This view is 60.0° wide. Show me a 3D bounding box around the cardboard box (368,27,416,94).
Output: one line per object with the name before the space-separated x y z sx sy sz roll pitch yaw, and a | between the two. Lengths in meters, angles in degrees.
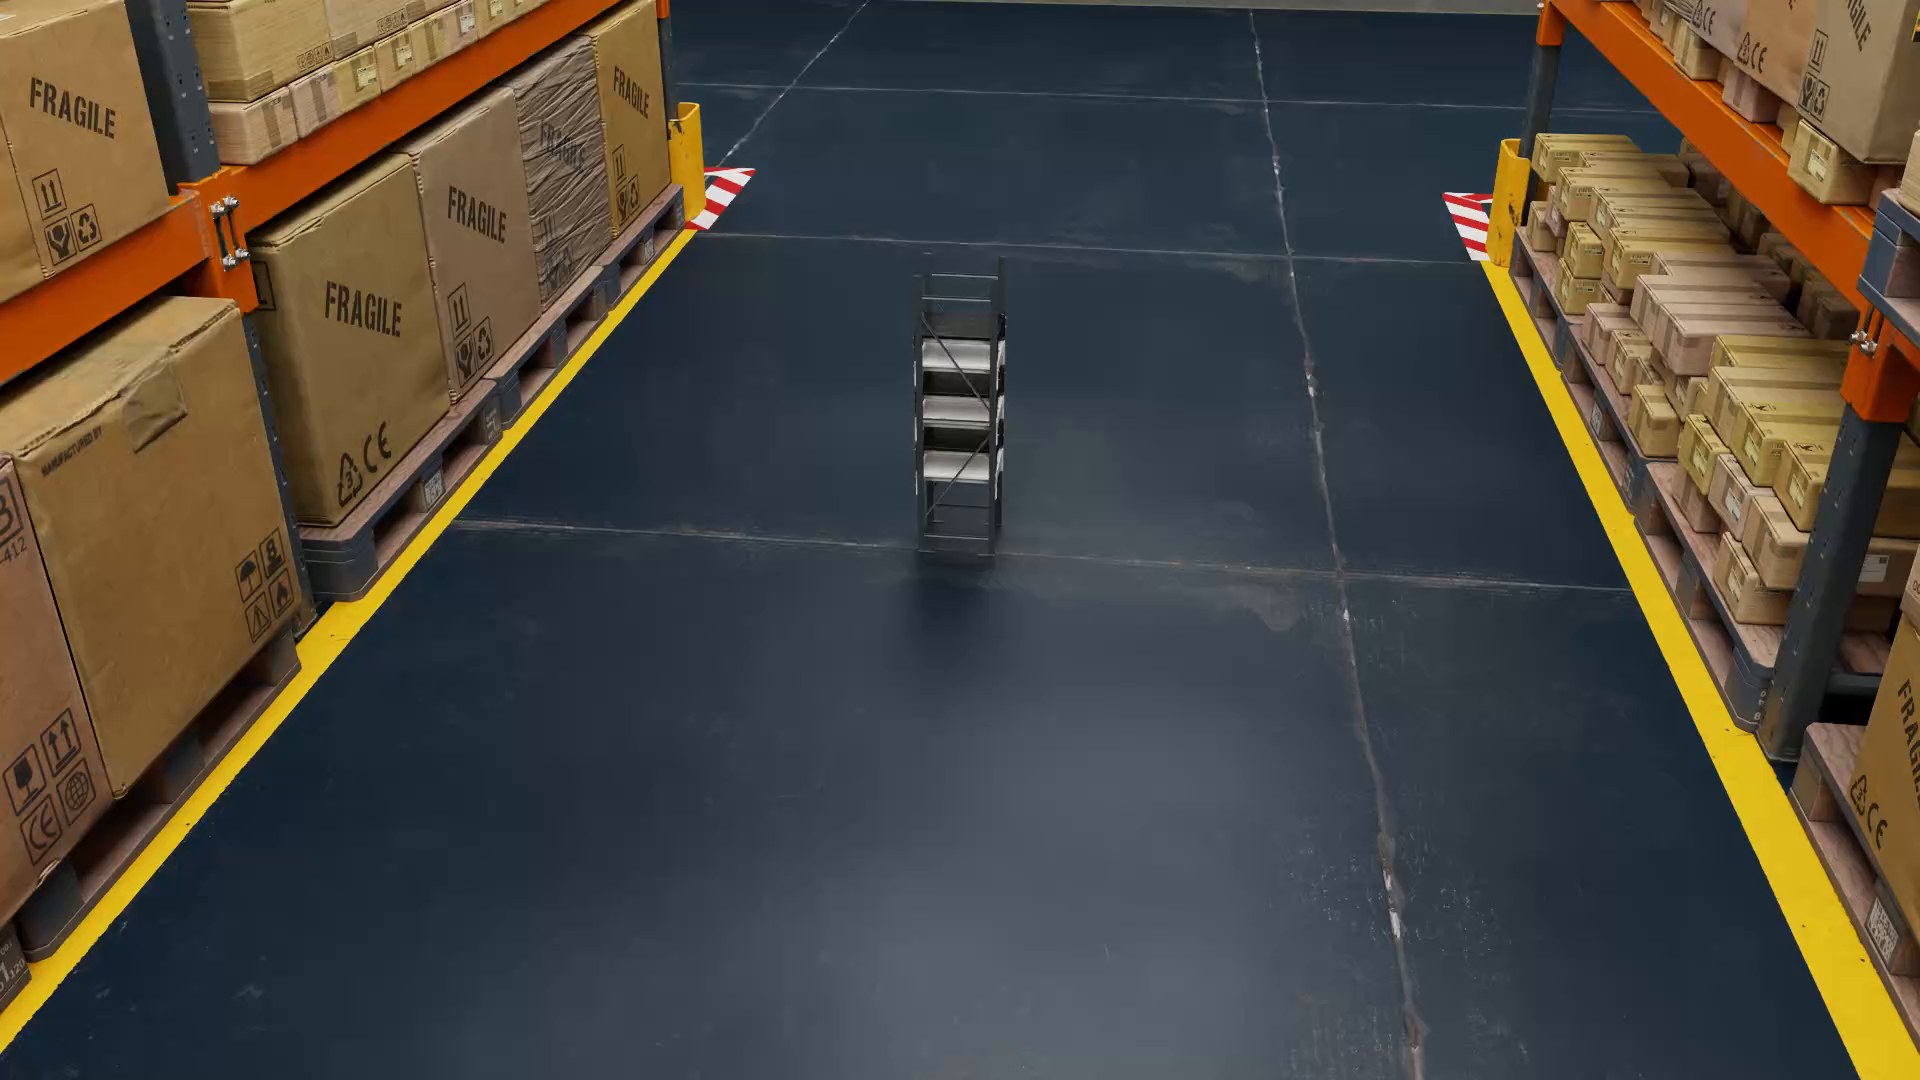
cardboard box | -1.904 -1.472 5.085 0.380 0.149 0.250 3 28 5

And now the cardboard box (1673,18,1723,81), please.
cardboard box | 2.469 -1.533 5.198 0.380 0.149 0.250 4 29 7

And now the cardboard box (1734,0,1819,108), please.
cardboard box | 2.389 -1.419 4.302 0.500 0.500 0.500 3 28 5

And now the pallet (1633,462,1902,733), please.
pallet | 2.593 0.154 4.742 1.003 0.211 1.213 3 28 6

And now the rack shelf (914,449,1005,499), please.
rack shelf | 0.001 -0.212 5.145 0.258 0.077 0.200 3 28 6

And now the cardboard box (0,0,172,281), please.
cardboard box | -2.151 -0.899 3.651 0.500 0.500 0.500 3 29 6

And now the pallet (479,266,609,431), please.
pallet | -2.047 -0.793 6.499 1.003 0.211 1.213 3 28 6

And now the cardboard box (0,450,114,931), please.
cardboard box | -2.532 0.382 3.175 1.225 0.875 0.875 2 28 4

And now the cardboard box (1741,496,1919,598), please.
cardboard box | 2.269 0.017 4.305 0.380 0.149 0.250 4 29 7

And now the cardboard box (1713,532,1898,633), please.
cardboard box | 2.256 0.110 4.446 0.380 0.149 0.250 4 29 7

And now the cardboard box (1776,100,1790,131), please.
cardboard box | 2.464 -1.160 4.506 0.380 0.149 0.250 3 28 5

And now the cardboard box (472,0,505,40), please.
cardboard box | -1.809 -1.835 5.757 0.380 0.149 0.250 3 28 5

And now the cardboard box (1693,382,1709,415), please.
cardboard box | 2.433 -0.351 4.988 0.380 0.149 0.250 4 29 7

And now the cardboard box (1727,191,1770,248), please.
cardboard box | 3.134 -1.204 6.258 0.380 0.149 0.250 2 28 4

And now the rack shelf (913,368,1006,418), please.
rack shelf | 0.001 -0.450 5.017 0.258 0.077 0.200 3 28 6

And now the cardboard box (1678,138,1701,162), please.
cardboard box | 3.223 -1.566 6.930 0.380 0.149 0.250 4 29 7

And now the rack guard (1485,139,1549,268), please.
rack guard | 3.027 -1.502 7.511 1.175 0.500 0.348 3 28 6

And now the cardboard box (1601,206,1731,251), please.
cardboard box | 2.571 -1.104 6.072 0.380 0.149 0.250 4 29 8

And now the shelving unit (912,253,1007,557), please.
shelving unit | 0.001 -0.400 5.044 0.258 0.900 0.210 3 28 6

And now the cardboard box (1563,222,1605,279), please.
cardboard box | 2.546 -1.107 6.392 0.380 0.149 0.250 4 29 8

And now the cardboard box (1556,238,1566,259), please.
cardboard box | 2.703 -1.212 6.901 0.380 0.149 0.250 3 28 6

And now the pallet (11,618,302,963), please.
pallet | -2.384 0.504 4.092 1.003 0.211 1.213 3 28 6

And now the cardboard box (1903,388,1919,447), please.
cardboard box | 2.868 -0.346 4.665 0.380 0.149 0.250 3 28 5

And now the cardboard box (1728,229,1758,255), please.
cardboard box | 3.057 -1.069 6.321 0.380 0.149 0.250 3 28 6

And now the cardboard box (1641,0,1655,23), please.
cardboard box | 2.641 -1.892 5.865 0.380 0.149 0.250 3 28 6

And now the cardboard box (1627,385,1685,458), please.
cardboard box | 2.382 -0.377 5.350 0.380 0.149 0.250 3 28 6

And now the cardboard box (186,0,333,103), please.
cardboard box | -2.047 -1.362 4.460 0.500 0.250 0.500 3 28 5

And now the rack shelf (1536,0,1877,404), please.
rack shelf | 2.791 -1.380 5.408 1.077 0.370 4.000 3 28 6

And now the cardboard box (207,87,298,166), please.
cardboard box | -1.998 -1.101 4.395 0.380 0.149 0.250 3 29 6

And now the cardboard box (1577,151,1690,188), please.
cardboard box | 2.720 -1.466 6.745 0.380 0.149 0.250 4 29 7

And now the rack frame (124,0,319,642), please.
rack frame | -2.364 -1.091 4.113 1.000 3.000 0.127 3 28 6

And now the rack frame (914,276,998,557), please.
rack frame | -0.011 -0.352 4.955 0.240 0.900 0.006 3 28 6

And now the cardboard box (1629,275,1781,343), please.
cardboard box | 2.418 -0.748 5.412 0.380 0.149 0.250 2 28 4

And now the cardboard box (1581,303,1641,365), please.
cardboard box | 2.486 -0.743 6.030 0.380 0.149 0.250 2 28 4

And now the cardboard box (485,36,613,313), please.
cardboard box | -1.985 -1.489 6.650 0.875 0.875 0.875 3 28 6

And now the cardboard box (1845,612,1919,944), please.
cardboard box | 2.192 0.492 3.366 0.500 0.500 0.500 4 29 8

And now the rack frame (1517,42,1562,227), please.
rack frame | 3.036 -2.638 6.985 1.000 3.000 0.127 3 28 6

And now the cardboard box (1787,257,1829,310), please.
cardboard box | 3.010 -0.832 5.567 0.380 0.149 0.250 3 29 6

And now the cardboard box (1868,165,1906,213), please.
cardboard box | 2.348 -0.793 3.824 0.380 0.149 0.250 3 28 6

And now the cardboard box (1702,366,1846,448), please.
cardboard box | 2.346 -0.370 4.710 0.380 0.149 0.250 3 28 6
